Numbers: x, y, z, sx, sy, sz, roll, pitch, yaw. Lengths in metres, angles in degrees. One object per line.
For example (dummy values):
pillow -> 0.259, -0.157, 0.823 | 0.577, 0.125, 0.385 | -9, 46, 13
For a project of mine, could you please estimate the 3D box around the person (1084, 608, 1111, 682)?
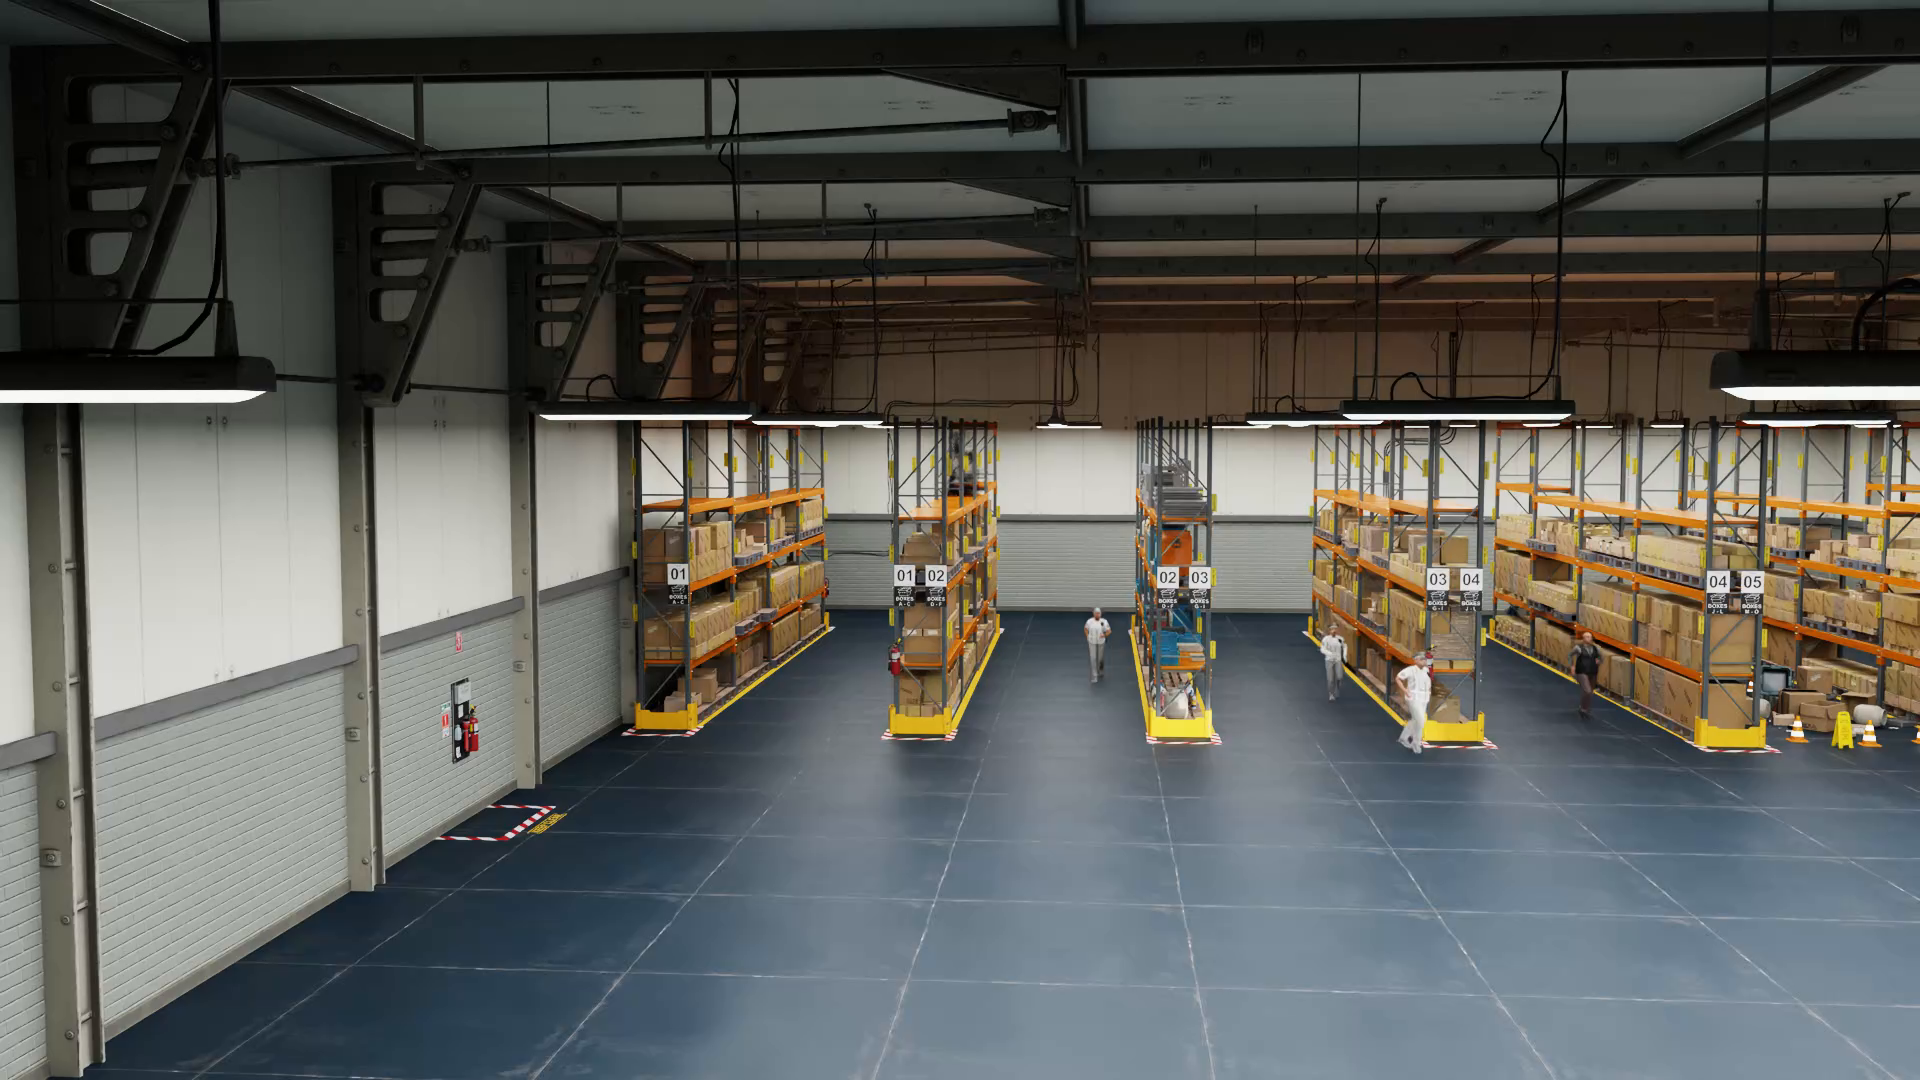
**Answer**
person -> 3.159, 2.391, 38.242 | 0.617, 1.668, 0.837 | 0, 4, 6

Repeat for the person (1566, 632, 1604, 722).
person -> 12.429, 2.724, 32.978 | 0.624, 1.755, 0.746 | -1, 4, -10

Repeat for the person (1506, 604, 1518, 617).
person -> 15.727, 1.844, 47.197 | 0.666, 1.639, 0.514 | 0, 4, -1

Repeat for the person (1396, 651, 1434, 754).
person -> 8.186, 2.911, 29.829 | 0.690, 1.869, 0.667 | -2, 4, -31

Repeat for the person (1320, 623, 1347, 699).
person -> 7.965, 2.581, 35.348 | 0.597, 1.660, 0.569 | 0, 4, 5
